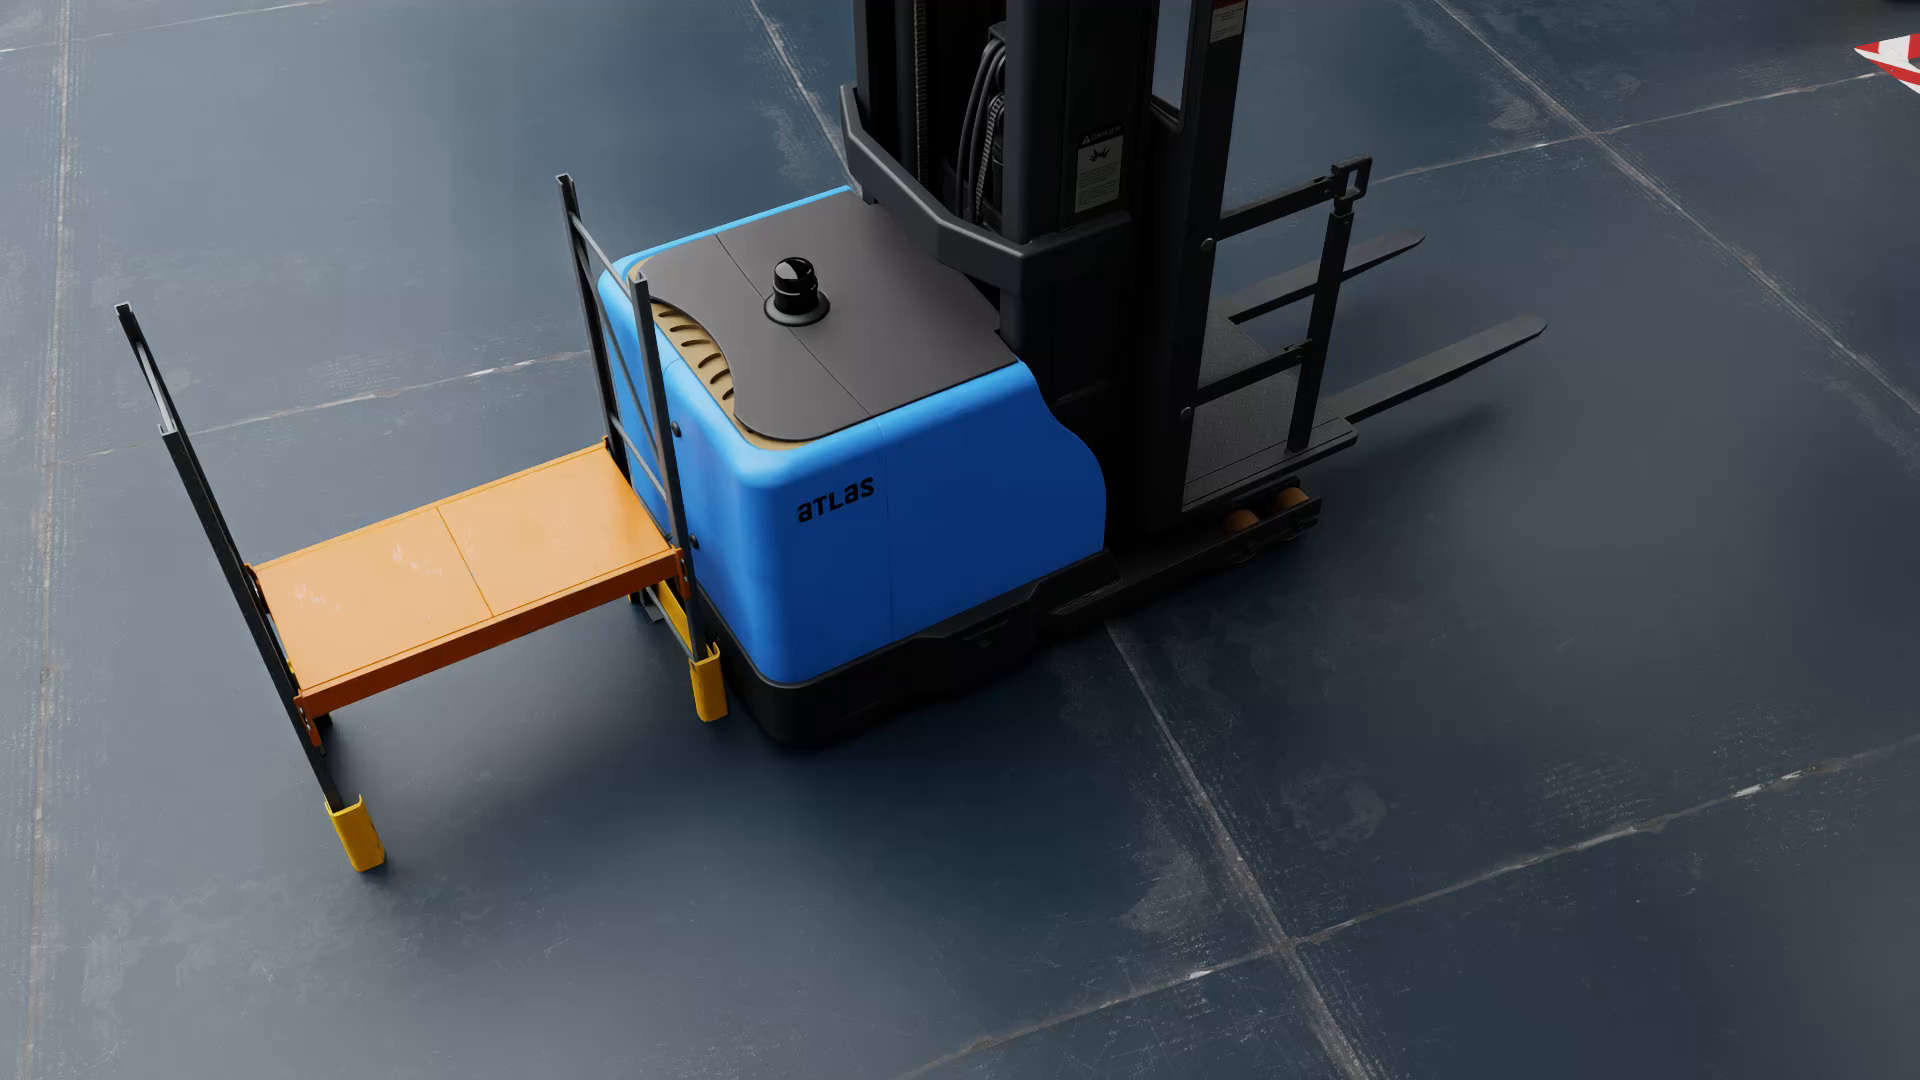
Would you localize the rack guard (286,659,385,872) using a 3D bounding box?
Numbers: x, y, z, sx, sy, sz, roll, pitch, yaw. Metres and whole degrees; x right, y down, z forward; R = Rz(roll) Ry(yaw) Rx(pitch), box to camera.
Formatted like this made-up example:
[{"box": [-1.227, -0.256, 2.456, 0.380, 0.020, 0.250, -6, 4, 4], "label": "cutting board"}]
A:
[{"box": [-1.699, 0.597, 4.479, 0.087, 0.250, 0.587, -22, 49, -21], "label": "rack guard"}]

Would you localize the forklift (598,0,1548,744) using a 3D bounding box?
[{"box": [0.537, -1.263, 4.439, 3.031, 2.935, 1.130, -23, 49, -21], "label": "forklift"}]

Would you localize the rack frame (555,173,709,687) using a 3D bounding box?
[{"box": [-0.837, -0.200, 4.390, 0.032, 1.500, 0.500, -22, 49, -21], "label": "rack frame"}]

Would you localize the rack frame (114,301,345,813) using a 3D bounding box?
[{"box": [-1.716, 0.163, 4.029, 0.032, 1.500, 0.500, -22, 49, -21], "label": "rack frame"}]

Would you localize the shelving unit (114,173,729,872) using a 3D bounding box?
[{"box": [-1.268, -0.022, 4.213, 1.083, 1.500, 0.587, -22, 49, -21], "label": "shelving unit"}]

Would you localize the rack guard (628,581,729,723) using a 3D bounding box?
[{"box": [-0.838, 0.242, 4.832, 0.087, 0.250, 0.587, -22, 49, -21], "label": "rack guard"}]

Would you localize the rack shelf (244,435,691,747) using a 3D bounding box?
[{"box": [-1.276, 0.108, 4.337, 1.000, 0.185, 0.538, -22, 49, -21], "label": "rack shelf"}]
